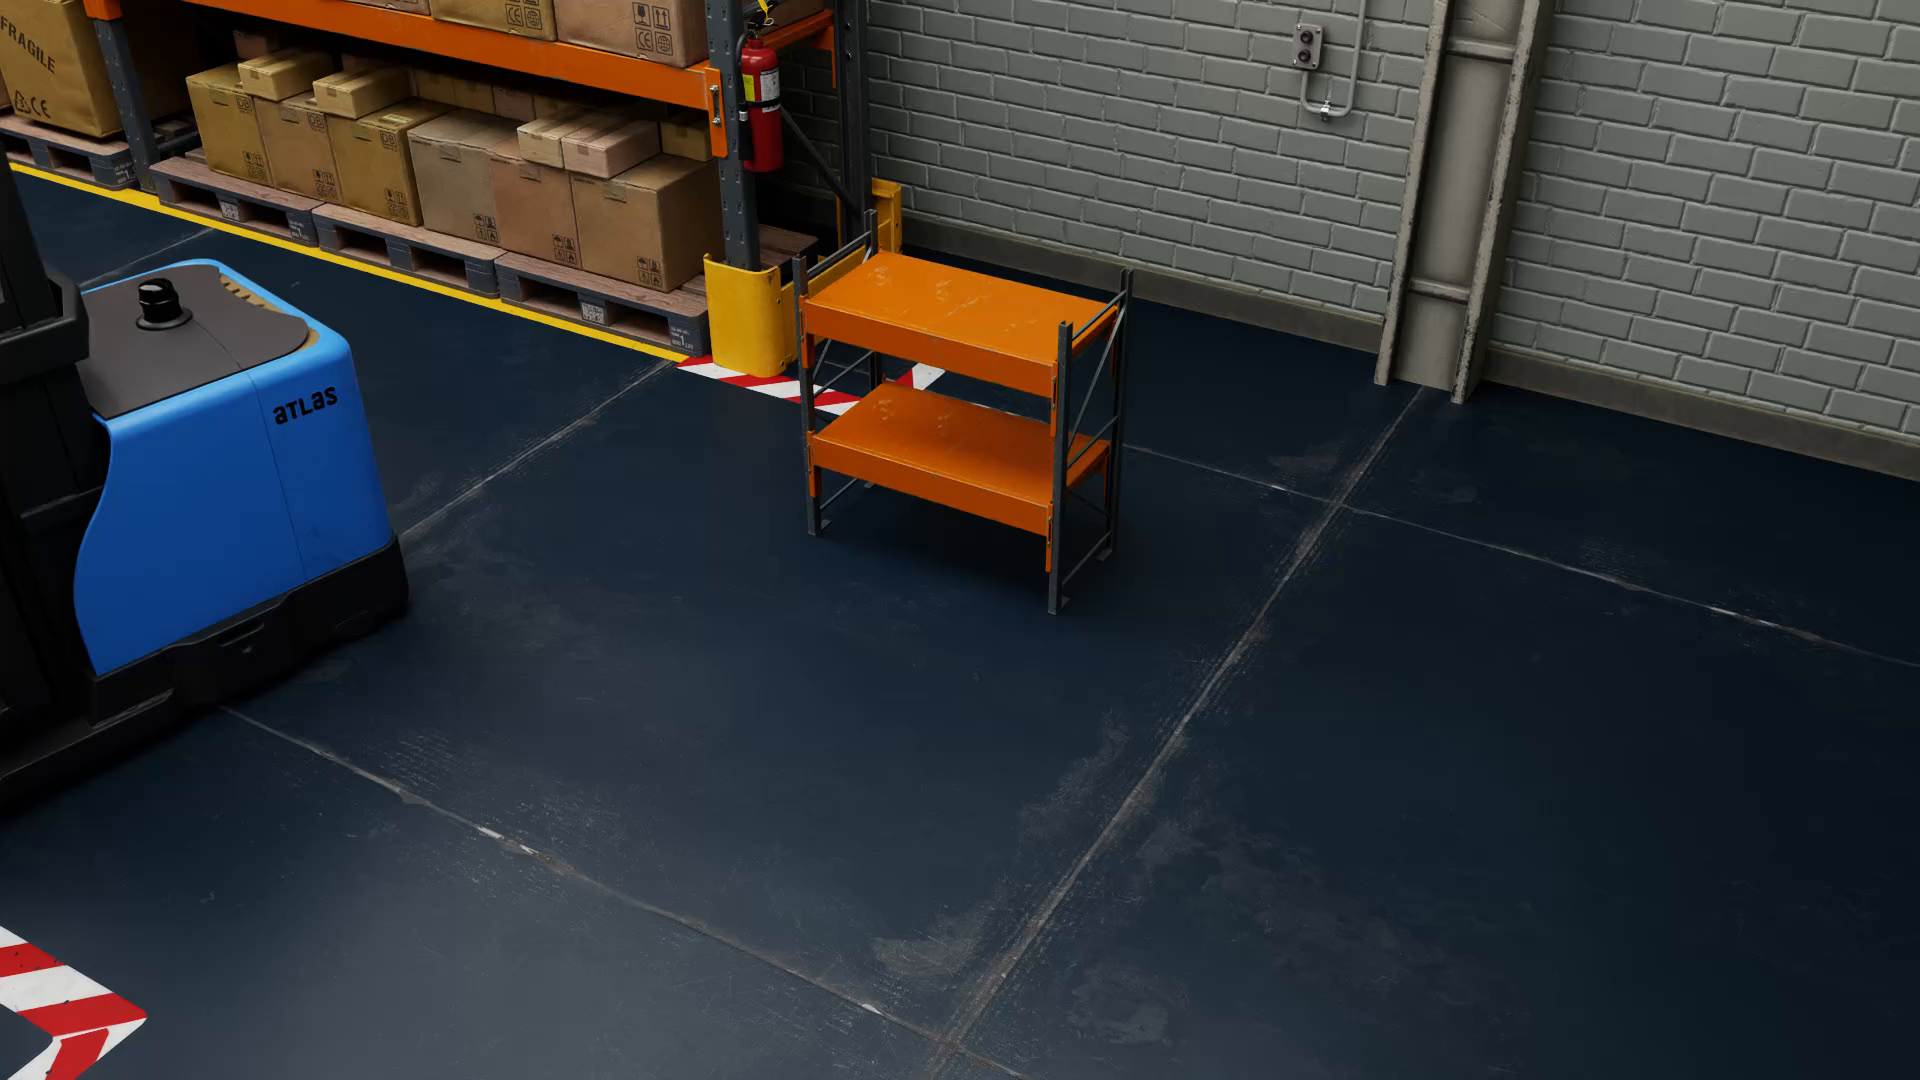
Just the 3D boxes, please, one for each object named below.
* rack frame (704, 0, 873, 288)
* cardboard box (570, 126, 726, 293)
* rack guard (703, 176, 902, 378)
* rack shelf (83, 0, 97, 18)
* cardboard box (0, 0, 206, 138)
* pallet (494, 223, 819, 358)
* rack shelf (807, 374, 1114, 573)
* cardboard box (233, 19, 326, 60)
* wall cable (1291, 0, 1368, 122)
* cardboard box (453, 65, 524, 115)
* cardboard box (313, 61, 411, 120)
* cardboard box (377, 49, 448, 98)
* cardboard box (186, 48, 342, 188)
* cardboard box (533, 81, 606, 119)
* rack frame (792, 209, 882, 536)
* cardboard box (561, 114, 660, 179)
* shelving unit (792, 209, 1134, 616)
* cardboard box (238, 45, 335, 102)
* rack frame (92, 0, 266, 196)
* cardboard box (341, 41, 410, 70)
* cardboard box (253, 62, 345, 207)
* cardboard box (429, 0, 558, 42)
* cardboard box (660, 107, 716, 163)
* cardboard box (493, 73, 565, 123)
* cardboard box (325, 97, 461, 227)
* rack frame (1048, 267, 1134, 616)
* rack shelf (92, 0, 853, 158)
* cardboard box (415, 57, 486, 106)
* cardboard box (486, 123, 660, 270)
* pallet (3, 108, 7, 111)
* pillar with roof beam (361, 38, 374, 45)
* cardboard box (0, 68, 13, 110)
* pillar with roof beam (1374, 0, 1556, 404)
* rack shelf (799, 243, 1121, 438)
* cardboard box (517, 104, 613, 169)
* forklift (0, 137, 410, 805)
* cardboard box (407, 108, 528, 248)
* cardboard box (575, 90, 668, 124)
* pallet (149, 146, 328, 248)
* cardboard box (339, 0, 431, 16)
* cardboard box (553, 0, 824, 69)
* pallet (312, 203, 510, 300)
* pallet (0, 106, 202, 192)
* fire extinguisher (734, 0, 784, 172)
[{"bbox_3d":[-0.714,-2.283,6.972,0.127,3.000,1.000,18,37,24],"label":"rack frame"},{"bbox_3d":[-1.371,-1.561,7.765,0.500,0.500,0.700,18,37,24],"label":"cardboard box"},{"bbox_3d":[-0.693,-1.236,7.655,0.348,0.500,1.175,18,37,24],"label":"rack guard"},{"bbox_3d":[-5.923,-3.633,9.649,4.000,0.370,1.077,18,37,24],"label":"rack shelf"},{"bbox_3d":[-4.816,-2.779,9.278,0.750,0.750,0.750,18,38,25],"label":"cardboard box"},{"bbox_3d":[-1.447,-1.304,8.018,1.213,0.211,1.003,18,37,24],"label":"pallet"},{"bbox_3d":[0.006,-0.263,6.071,1.000,0.278,0.538,18,37,24],"label":"rack shelf"},{"bbox_3d":[-3.616,-2.668,8.841,0.250,0.149,0.380,17,37,24],"label":"cardboard box"},{"bbox_3d":[0.867,-2.809,6.845,1.851,1.984,0.084,18,37,24],"label":"wall cable"},{"bbox_3d":[-2.265,-2.241,8.200,0.250,0.149,0.380,18,38,25],"label":"cardboard box"},{"bbox_3d":[-2.929,-2.207,8.149,0.250,0.149,0.380,16,37,23],"label":"cardboard box"},{"bbox_3d":[-2.709,-2.382,8.411,0.250,0.149,0.380,18,38,25],"label":"cardboard box"},{"bbox_3d":[-3.589,-2.262,8.817,0.500,0.500,0.700,18,38,25],"label":"cardboard box"},{"bbox_3d":[-1.821,-2.101,7.990,0.250,0.149,0.380,18,38,25],"label":"cardboard box"},{"bbox_3d":[-0.435,-0.606,6.145,0.032,1.125,0.500,18,37,24],"label":"rack frame"},{"bbox_3d":[-1.573,-1.779,7.507,0.250,0.149,0.380,17,37,24],"label":"cardboard box"},{"bbox_3d":[0.006,-0.466,5.935,1.048,1.125,0.538,18,37,24],"label":"shelving unit"},{"bbox_3d":[-3.382,-2.350,8.364,0.250,0.149,0.380,19,38,26],"label":"cardboard box"},{"bbox_3d":[-4.187,-3.383,8.624,0.127,3.000,1.000,18,37,24],"label":"rack frame"},{"bbox_3d":[-2.928,-2.451,8.516,0.250,0.149,0.380,16,37,23],"label":"cardboard box"},{"bbox_3d":[-3.154,-2.122,8.607,0.500,0.500,0.700,17,37,24],"label":"cardboard box"},{"bbox_3d":[-1.799,-2.738,7.384,0.700,0.700,0.980,17,37,24],"label":"cardboard box"},{"bbox_3d":[-1.164,-1.893,7.678,0.250,0.149,0.380,18,38,25],"label":"cardboard box"},{"bbox_3d":[-2.042,-2.171,8.095,0.250,0.149,0.380,18,38,25],"label":"cardboard box"},{"bbox_3d":[-2.710,-1.980,8.394,0.500,0.500,0.700,18,38,25],"label":"cardboard box"},{"bbox_3d":[0.447,-0.327,5.725,0.032,1.125,0.500,18,37,24],"label":"rack frame"},{"bbox_3d":[-2.451,-2.533,7.997,4.000,0.370,1.077,18,37,24],"label":"rack shelf"},{"bbox_3d":[-2.485,-2.311,8.305,0.250,0.149,0.380,17,37,24],"label":"cardboard box"},{"bbox_3d":[-1.806,-1.699,7.972,0.500,0.500,0.700,17,37,24],"label":"cardboard box"},{"bbox_3d":[-5.958,-2.733,10.164,1.213,0.211,1.003,18,37,24],"label":"pallet"},{"bbox_3d":[-5.286,-4.032,4.186,0.400,9.000,9.100,18,37,24],"label":"pillar with roof beam"},{"bbox_3d":[-5.589,-3.022,9.643,0.750,0.750,0.750,19,38,26],"label":"cardboard box"},{"bbox_3d":[-0.077,-2.382,1.708,0.400,9.000,9.100,18,37,24],"label":"pillar with roof beam"},{"bbox_3d":[0.006,-0.710,5.773,1.000,0.278,0.538,18,37,24],"label":"rack shelf"},{"bbox_3d":[-1.796,-1.849,7.612,0.250,0.149,0.380,19,38,26],"label":"cardboard box"},{"bbox_3d":[-3.309,-0.556,4.440,1.130,2.935,3.031,28,43,35],"label":"forklift"},{"bbox_3d":[-2.243,-1.837,8.179,0.500,0.500,0.700,16,37,23],"label":"cardboard box"},{"bbox_3d":[-1.604,-2.032,7.887,0.250,0.149,0.380,18,38,25],"label":"cardboard box"},{"bbox_3d":[-3.566,-1.975,9.026,1.213,0.211,1.003,18,37,24],"label":"pallet"},{"bbox_3d":[-2.456,-2.952,7.706,0.700,0.700,0.980,16,37,22],"label":"cardboard box"},{"bbox_3d":[-1.162,-2.543,7.092,0.700,0.700,0.980,19,38,26],"label":"cardboard box"},{"bbox_3d":[-2.502,-1.640,8.523,1.213,0.211,1.003,18,37,24],"label":"pallet"},{"bbox_3d":[-4.894,-2.398,9.661,1.213,0.211,1.003,18,37,24],"label":"pallet"},{"bbox_3d":[-0.812,-1.832,6.701,0.183,0.674,0.296,18,37,24],"label":"fire extinguisher"}]
